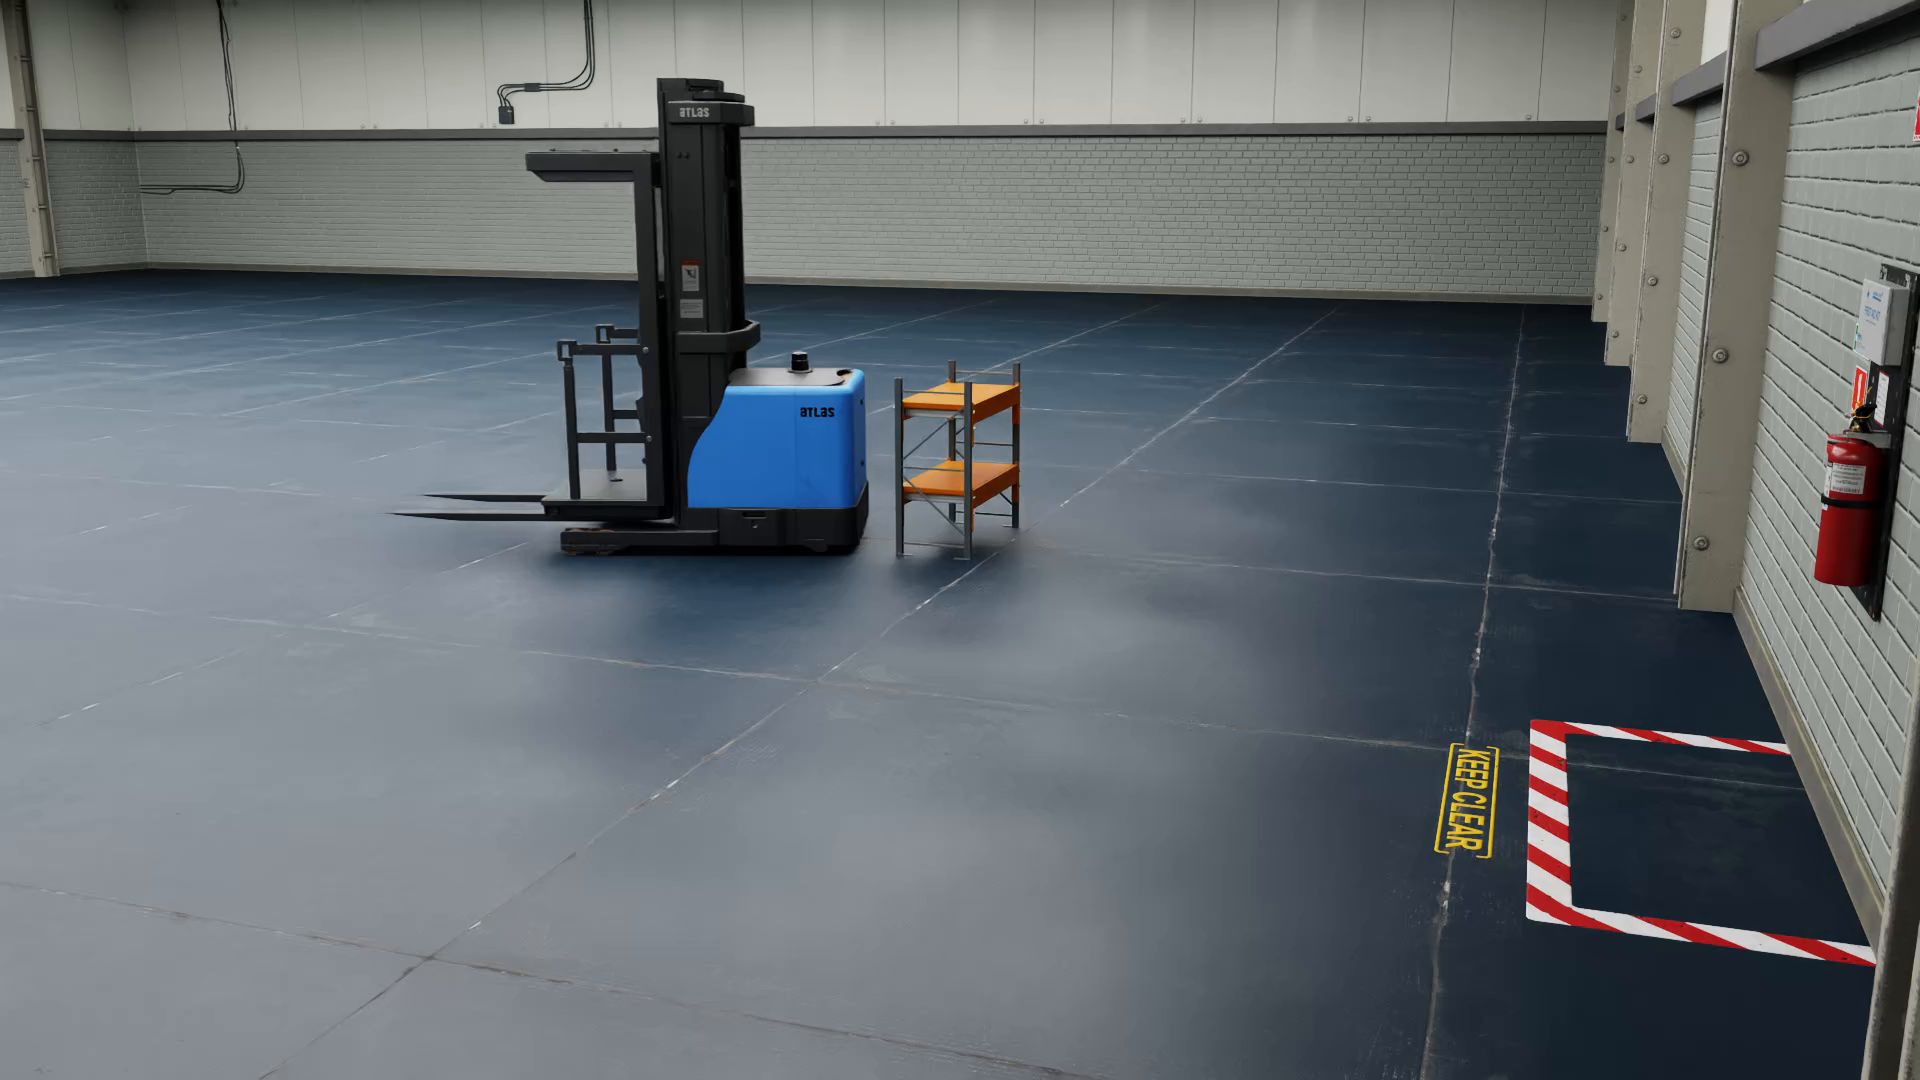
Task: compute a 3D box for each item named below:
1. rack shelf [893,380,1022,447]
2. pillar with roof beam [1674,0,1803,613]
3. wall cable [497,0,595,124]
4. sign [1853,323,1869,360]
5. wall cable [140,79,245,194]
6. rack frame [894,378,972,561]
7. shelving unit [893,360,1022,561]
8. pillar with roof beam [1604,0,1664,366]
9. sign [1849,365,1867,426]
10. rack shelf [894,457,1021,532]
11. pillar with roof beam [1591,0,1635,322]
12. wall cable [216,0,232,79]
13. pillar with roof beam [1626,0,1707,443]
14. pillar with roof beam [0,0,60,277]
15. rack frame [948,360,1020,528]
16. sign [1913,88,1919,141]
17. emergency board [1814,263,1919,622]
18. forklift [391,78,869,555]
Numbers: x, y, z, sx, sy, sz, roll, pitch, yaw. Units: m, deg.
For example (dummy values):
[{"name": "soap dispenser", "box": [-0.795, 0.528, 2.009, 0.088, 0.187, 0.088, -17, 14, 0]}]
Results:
[{"name": "rack shelf", "box": [-0.002, -0.832, 10.791, 0.538, 0.278, 1.000, 4, 14, 18]}, {"name": "pillar with roof beam", "box": [0.158, -4.343, 9.795, 9.100, 9.000, 0.400, 4, 14, 18]}, {"name": "wall cable", "box": [-8.568, -11.588, 33.891, 2.305, 6.003, 0.169, 4, 14, 18]}, {"name": "sign", "box": [3.393, -0.747, 6.250, 0.001, 0.109, 0.331, 4, 14, 18]}, {"name": "wall cable", "box": [-17.545, -9.103, 37.624, 3.097, 2.526, 0.112, 4, 14, 18]}, {"name": "rack frame", "box": [-0.167, -0.440, 10.388, 0.500, 1.125, 0.032, 4, 14, 18]}, {"name": "shelving unit", "box": [-0.002, -0.547, 10.857, 0.538, 1.125, 1.048, 4, 14, 18]}, {"name": "pillar with roof beam", "box": [4.041, -6.870, 20.865, 9.100, 9.000, 0.400, 4, 14, 18]}, {"name": "sign", "box": [3.403, -0.489, 6.311, 0.001, 0.329, 0.234, 4, 14, 18]}, {"name": "rack shelf", "box": [-0.002, -0.309, 10.911, 0.538, 0.278, 1.000, 4, 14, 18]}, {"name": "pillar with roof beam", "box": [5.982, -8.133, 26.400, 9.100, 9.000, 0.400, 4, 14, 18]}, {"name": "wall cable", "box": [-14.986, -11.370, 36.209, 3.097, 2.526, 0.112, 4, 14, 18]}, {"name": "pillar with roof beam", "box": [2.100, -5.607, 15.330, 9.100, 9.000, 0.400, 4, 14, 18]}, {"name": "pillar with roof beam", "box": [-15.676, -9.781, 33.620, 9.100, 9.000, 0.400, 4, 14, 18]}, {"name": "rack frame", "box": [0.162, -0.654, 11.325, 0.500, 1.125, 0.032, 4, 14, 18]}, {"name": "sign", "box": [3.223, -1.488, 5.555, 0.001, 0.298, 0.199, 4, 14, 18]}, {"name": "emergency board", "box": [3.126, -0.363, 5.837, 0.194, 1.169, 0.643, 4, 14, 18]}, {"name": "forklift", "box": [-2.154, -1.449, 10.749, 3.031, 2.935, 1.130, 0, 13, 2]}]
